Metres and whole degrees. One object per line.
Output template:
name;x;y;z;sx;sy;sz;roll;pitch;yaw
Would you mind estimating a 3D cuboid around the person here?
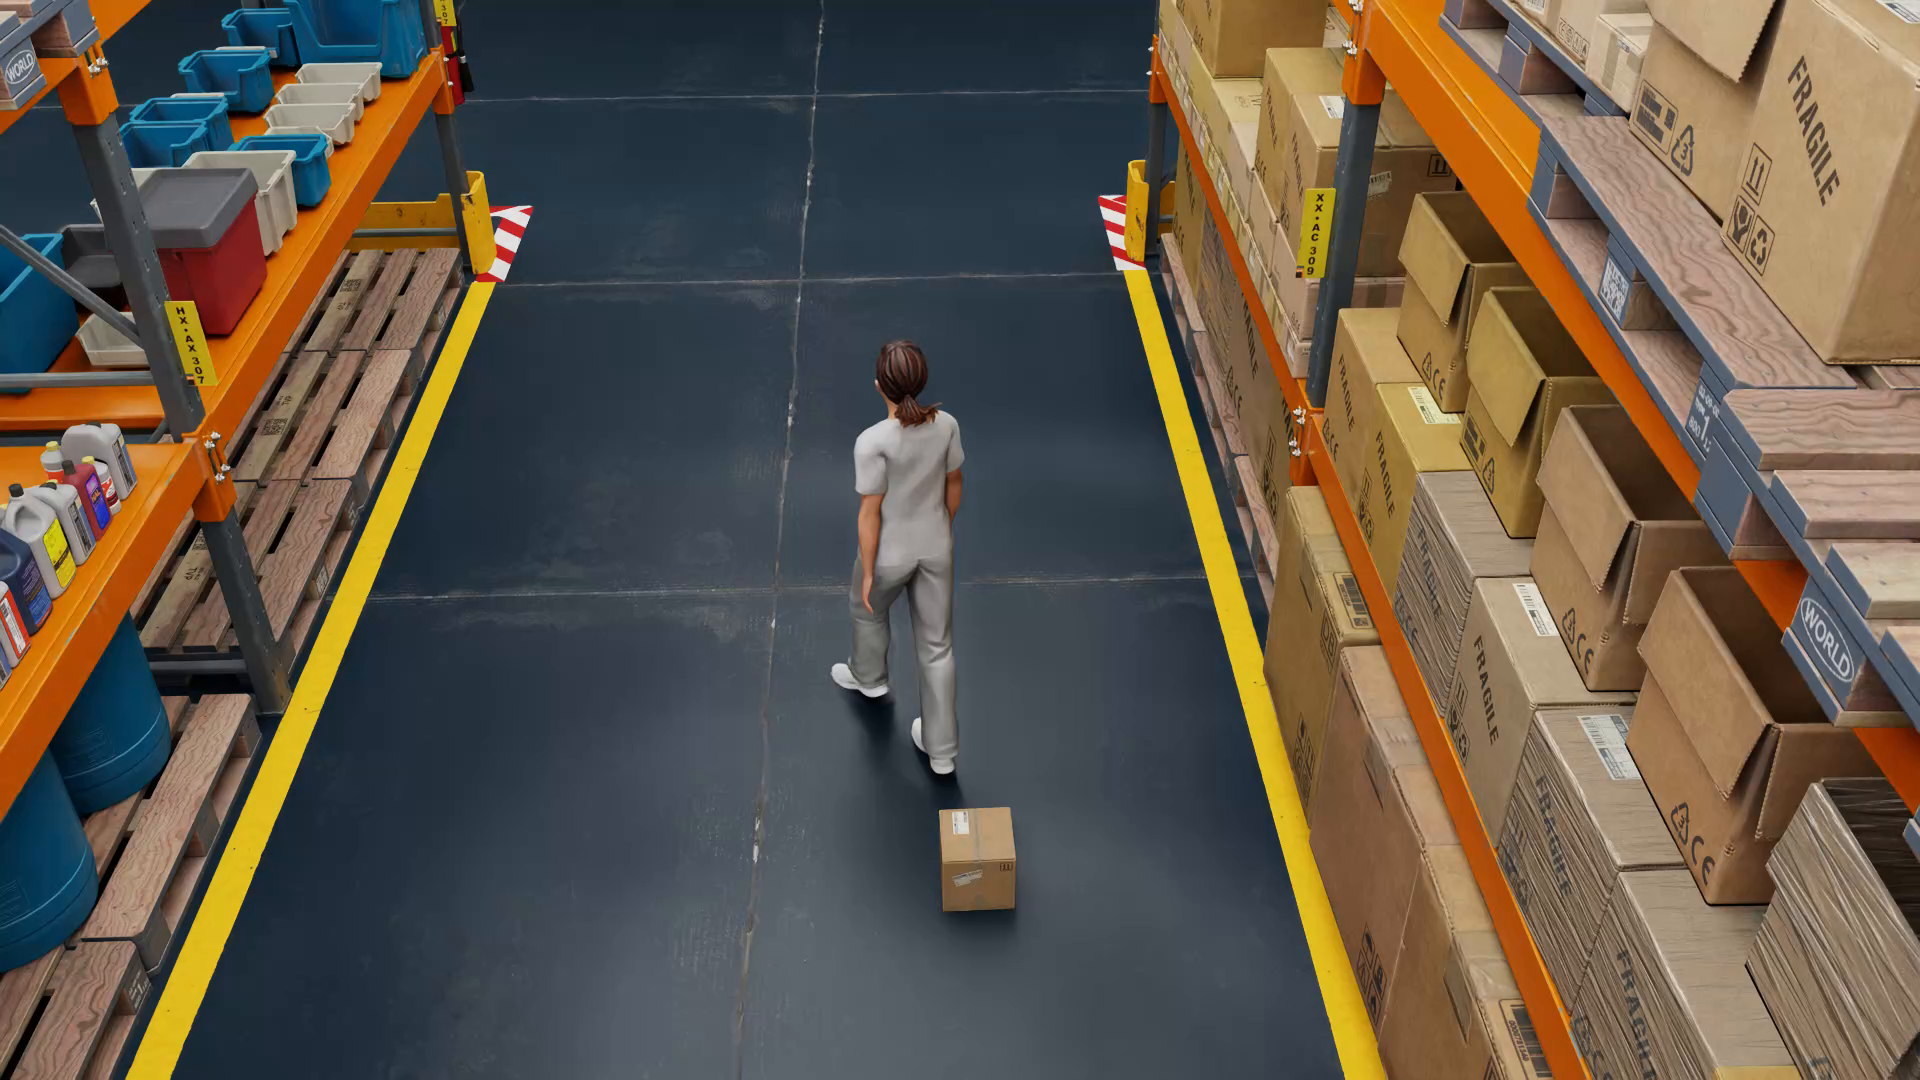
person;-0.196;0.033;6.113;0.470;1.662;0.807;-14;38;-19
